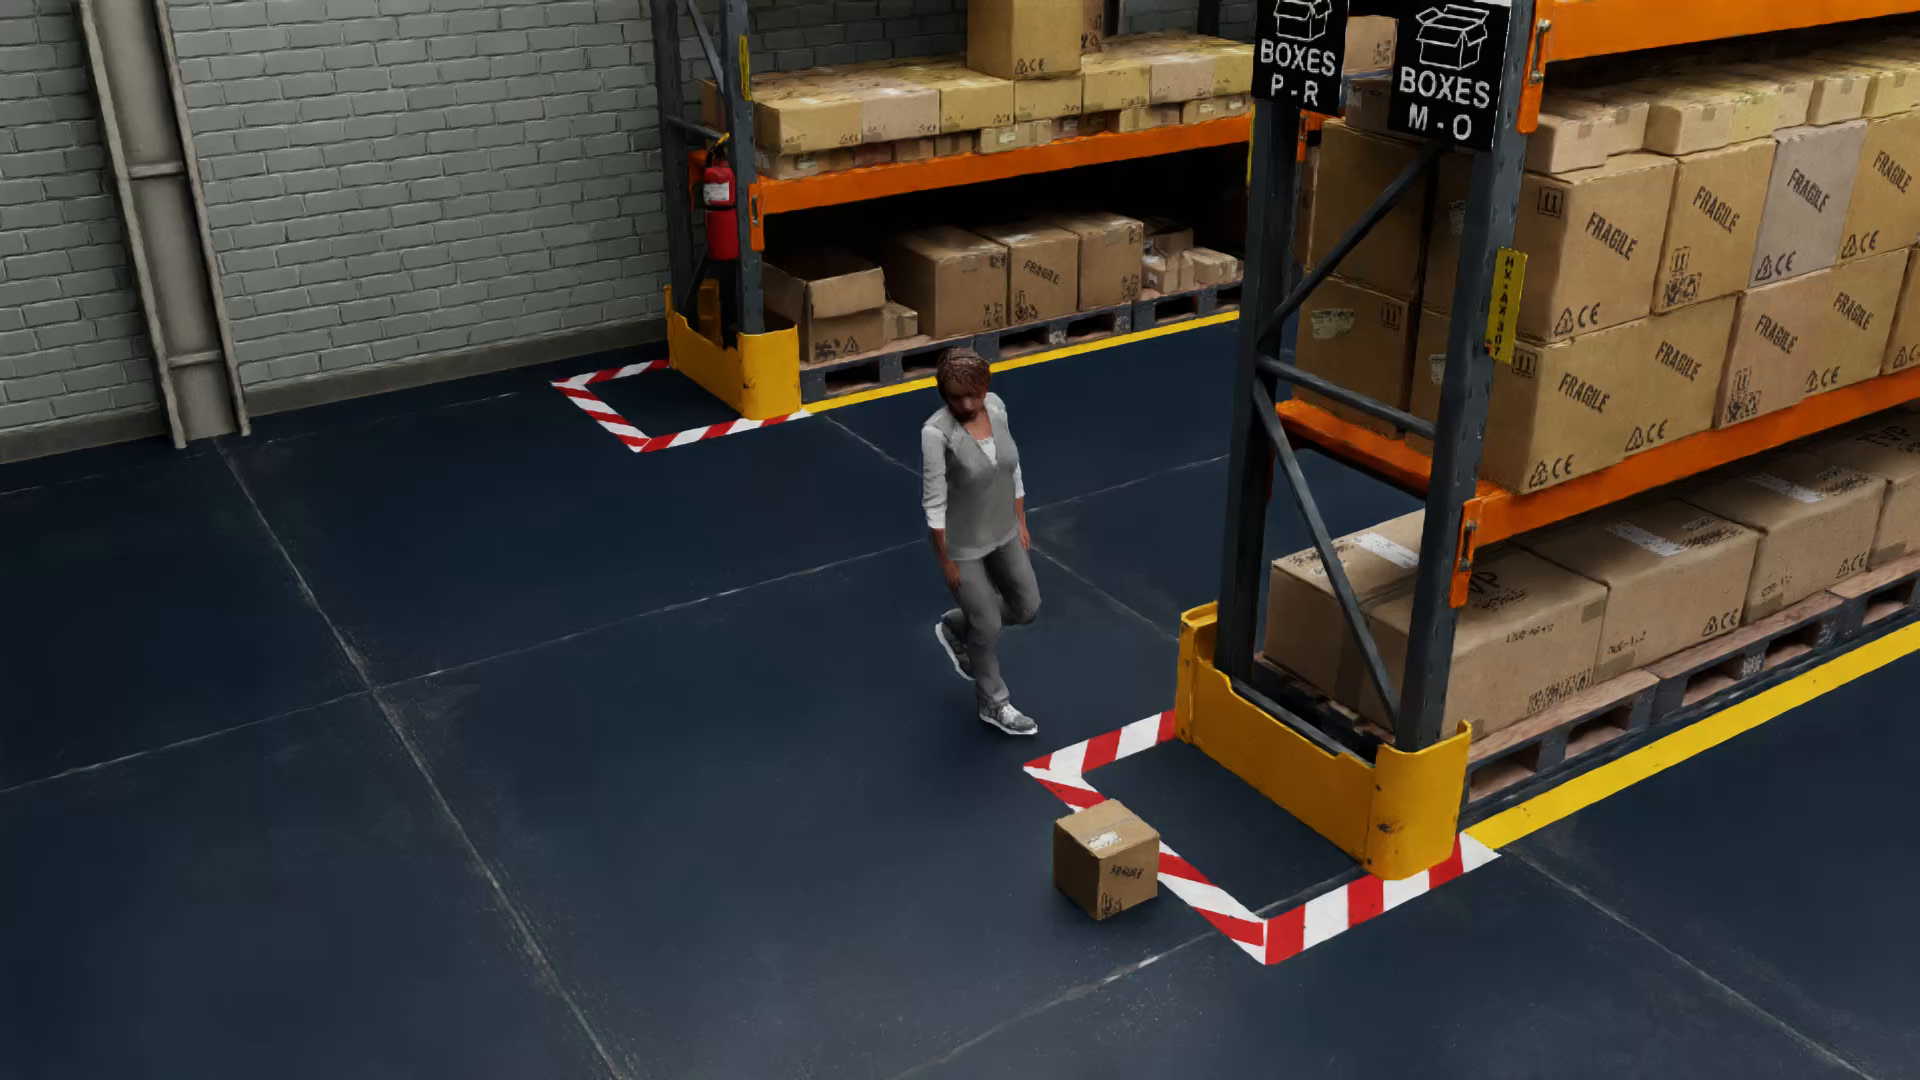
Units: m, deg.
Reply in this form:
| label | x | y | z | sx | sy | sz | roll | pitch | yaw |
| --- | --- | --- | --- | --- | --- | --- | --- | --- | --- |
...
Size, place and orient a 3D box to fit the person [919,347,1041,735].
| label | x | y | z | sx | sy | sz | roll | pitch | yaw |
| --- | --- | --- | --- | --- | --- | --- | --- | --- | --- |
| person | 0.024 | -0.002 | 6.143 | 0.463 | 1.572 | 0.544 | -23 | 34 | -39 |
